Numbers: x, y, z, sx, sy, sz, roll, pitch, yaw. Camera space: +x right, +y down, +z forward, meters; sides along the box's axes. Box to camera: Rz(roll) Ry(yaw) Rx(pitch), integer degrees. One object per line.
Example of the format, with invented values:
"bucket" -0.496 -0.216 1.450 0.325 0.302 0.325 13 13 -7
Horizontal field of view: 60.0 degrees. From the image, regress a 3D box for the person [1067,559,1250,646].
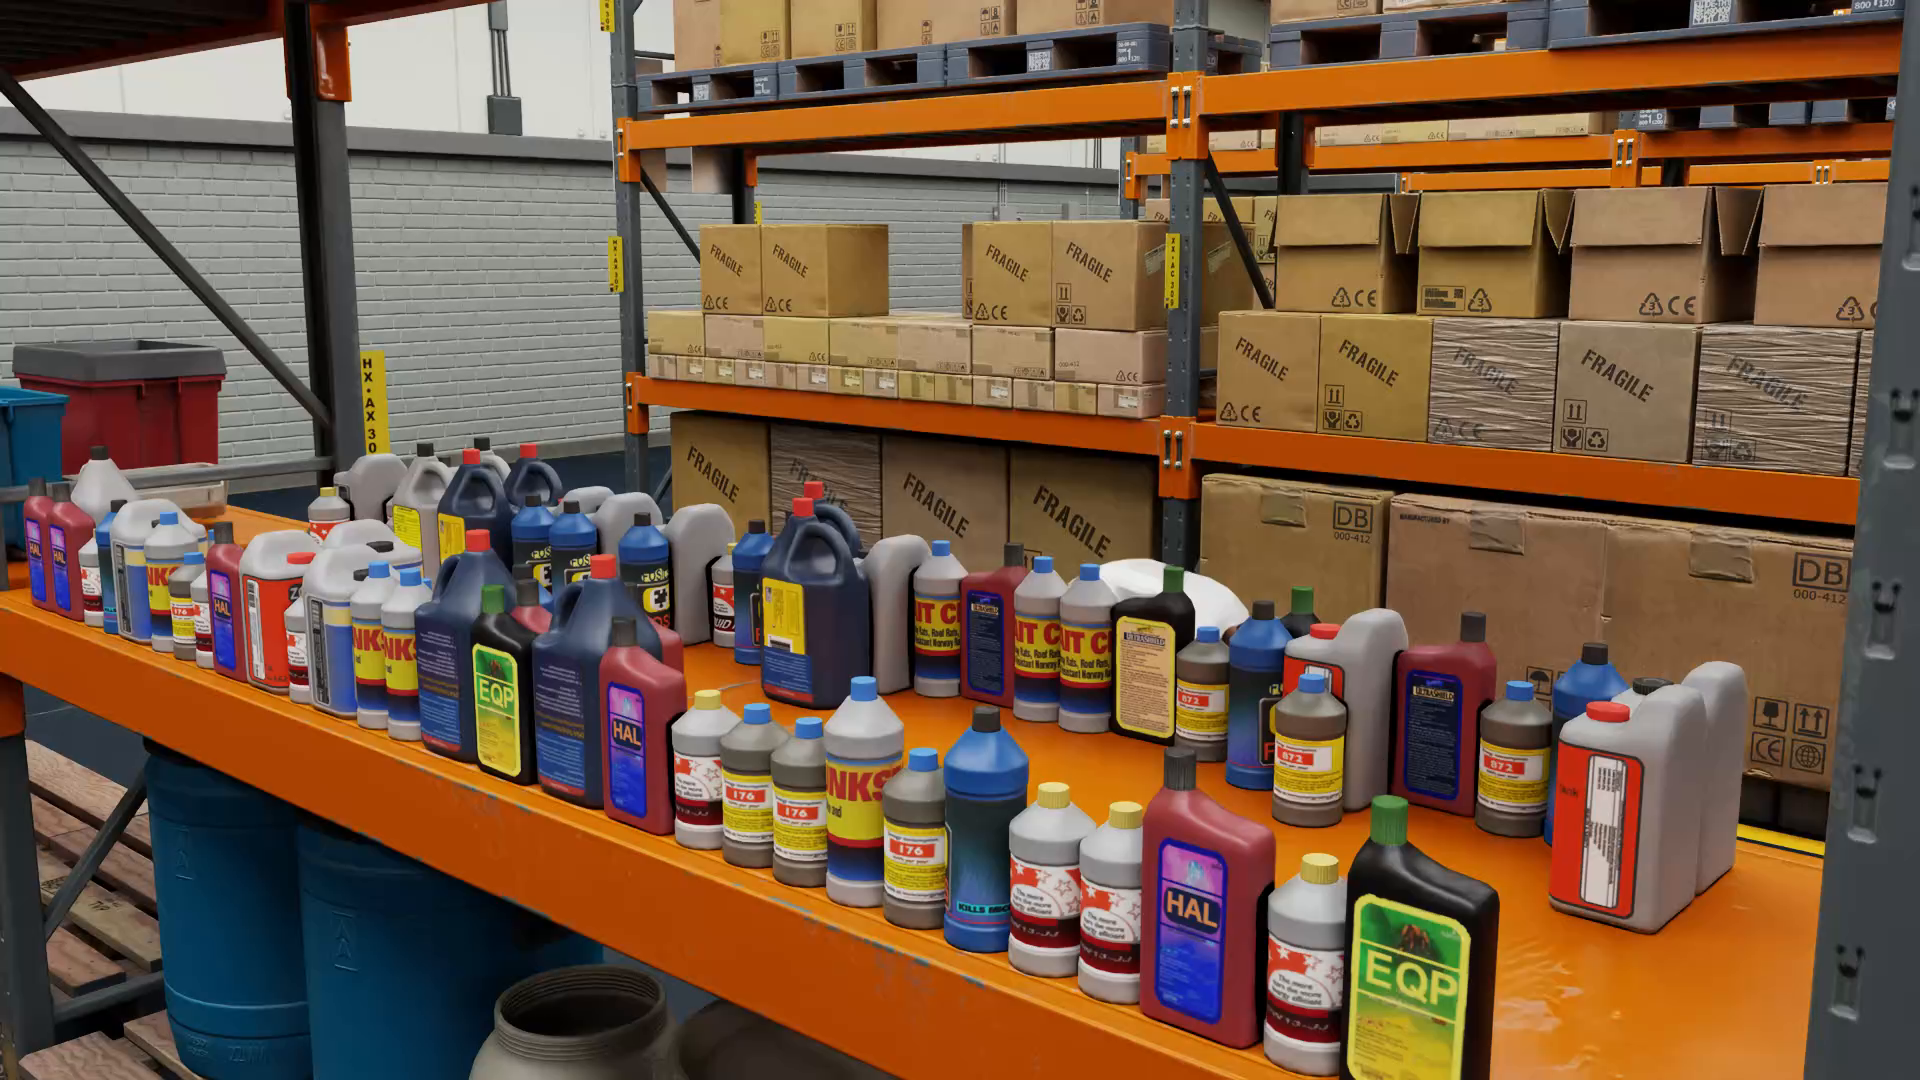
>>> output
"person" 0.840 0.547 6.306 0.986 0.917 0.536 8 13 38
